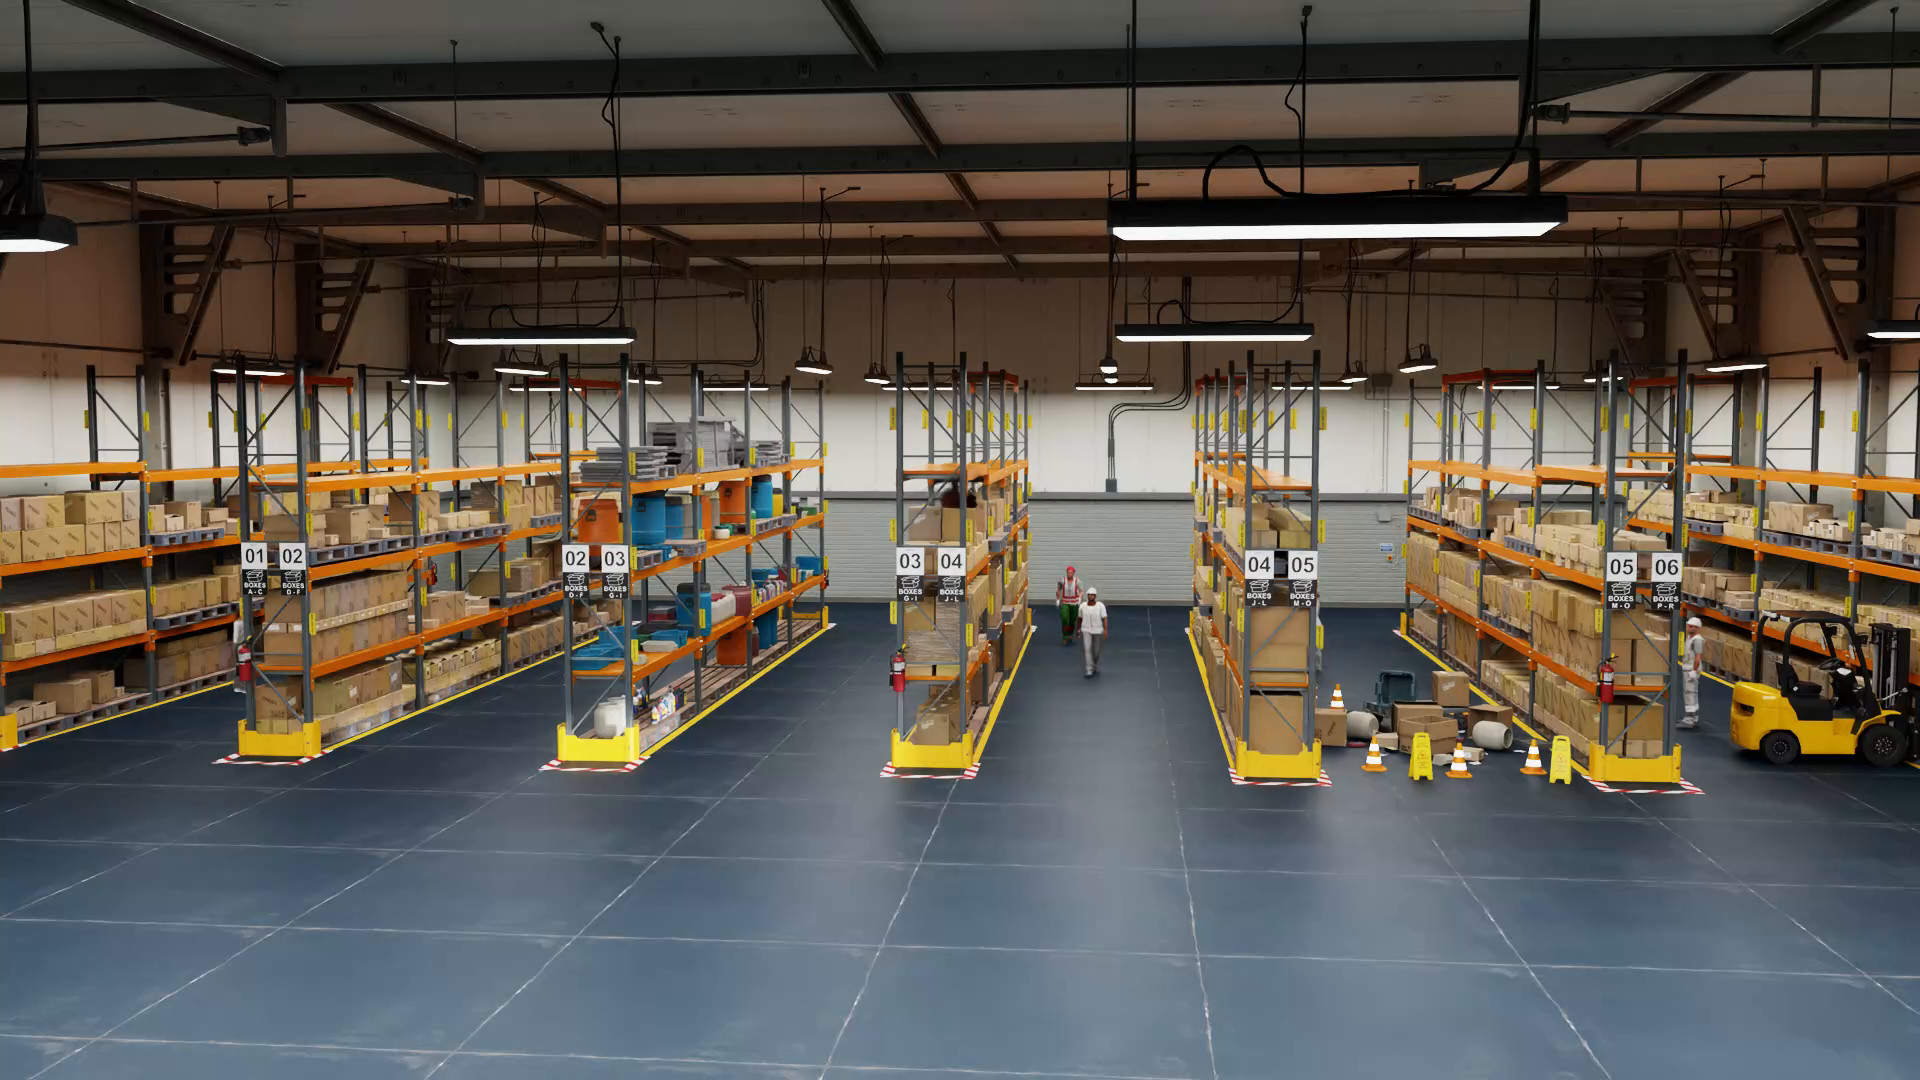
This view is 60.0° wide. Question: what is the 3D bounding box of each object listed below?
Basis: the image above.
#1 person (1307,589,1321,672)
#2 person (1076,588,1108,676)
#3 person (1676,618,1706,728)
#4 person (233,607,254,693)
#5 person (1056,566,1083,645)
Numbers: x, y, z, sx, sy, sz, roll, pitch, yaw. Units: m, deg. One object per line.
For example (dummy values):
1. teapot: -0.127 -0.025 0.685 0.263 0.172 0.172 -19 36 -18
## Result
1. person: 7.083 1.793 33.382 0.345 1.693 0.543 2 4 20
2. person: 2.613 1.810 32.944 0.607 1.723 1.080 0 4 1
3. person: 12.017 2.173 27.344 0.431 1.795 0.617 2 5 29
4. person: -13.188 2.024 30.700 0.472 1.599 0.430 0 4 -2
5. person: 2.485 1.485 37.724 0.632 1.812 0.877 0 4 7
